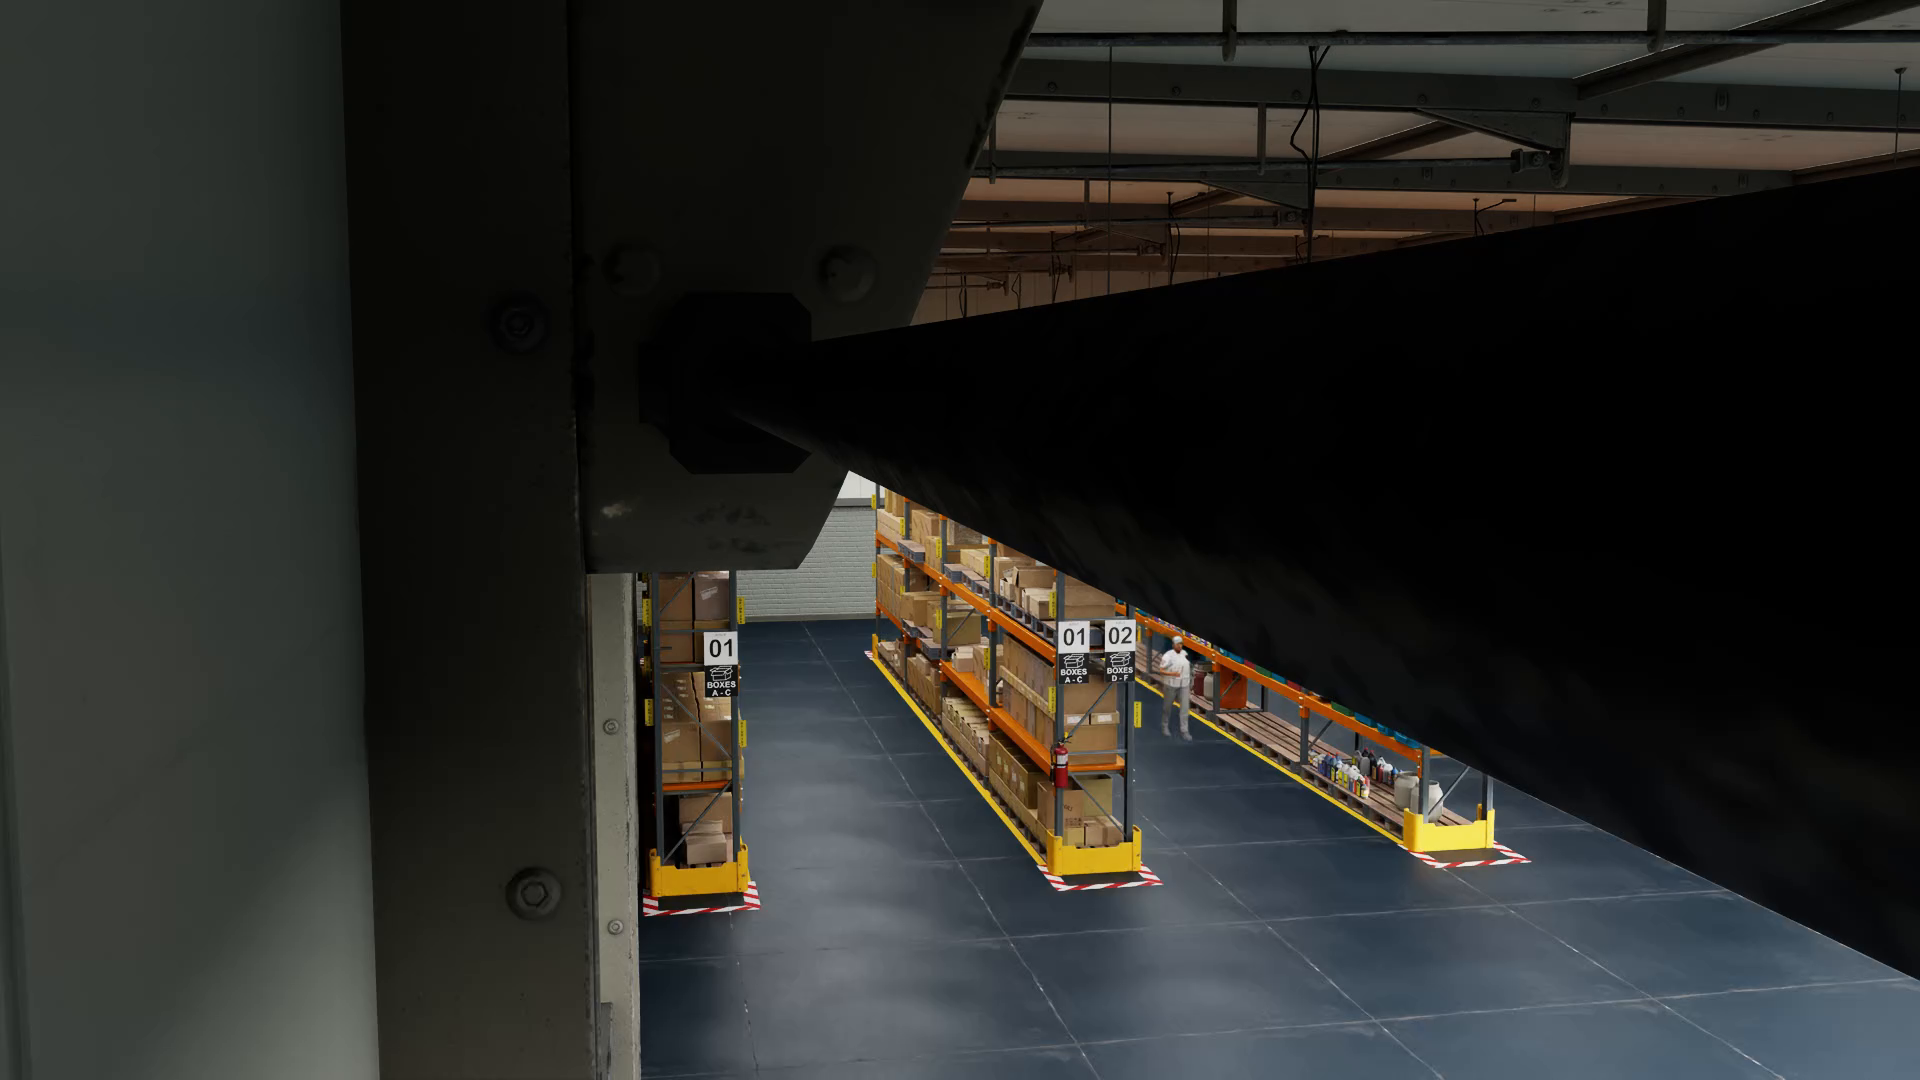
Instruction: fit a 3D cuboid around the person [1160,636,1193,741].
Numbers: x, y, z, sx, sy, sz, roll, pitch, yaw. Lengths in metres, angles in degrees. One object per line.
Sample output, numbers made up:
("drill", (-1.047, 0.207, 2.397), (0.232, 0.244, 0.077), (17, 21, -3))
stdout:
("person", (3.555, 2.429, 27.203), (0.612, 1.715, 0.838), (-2, 6, -17))
